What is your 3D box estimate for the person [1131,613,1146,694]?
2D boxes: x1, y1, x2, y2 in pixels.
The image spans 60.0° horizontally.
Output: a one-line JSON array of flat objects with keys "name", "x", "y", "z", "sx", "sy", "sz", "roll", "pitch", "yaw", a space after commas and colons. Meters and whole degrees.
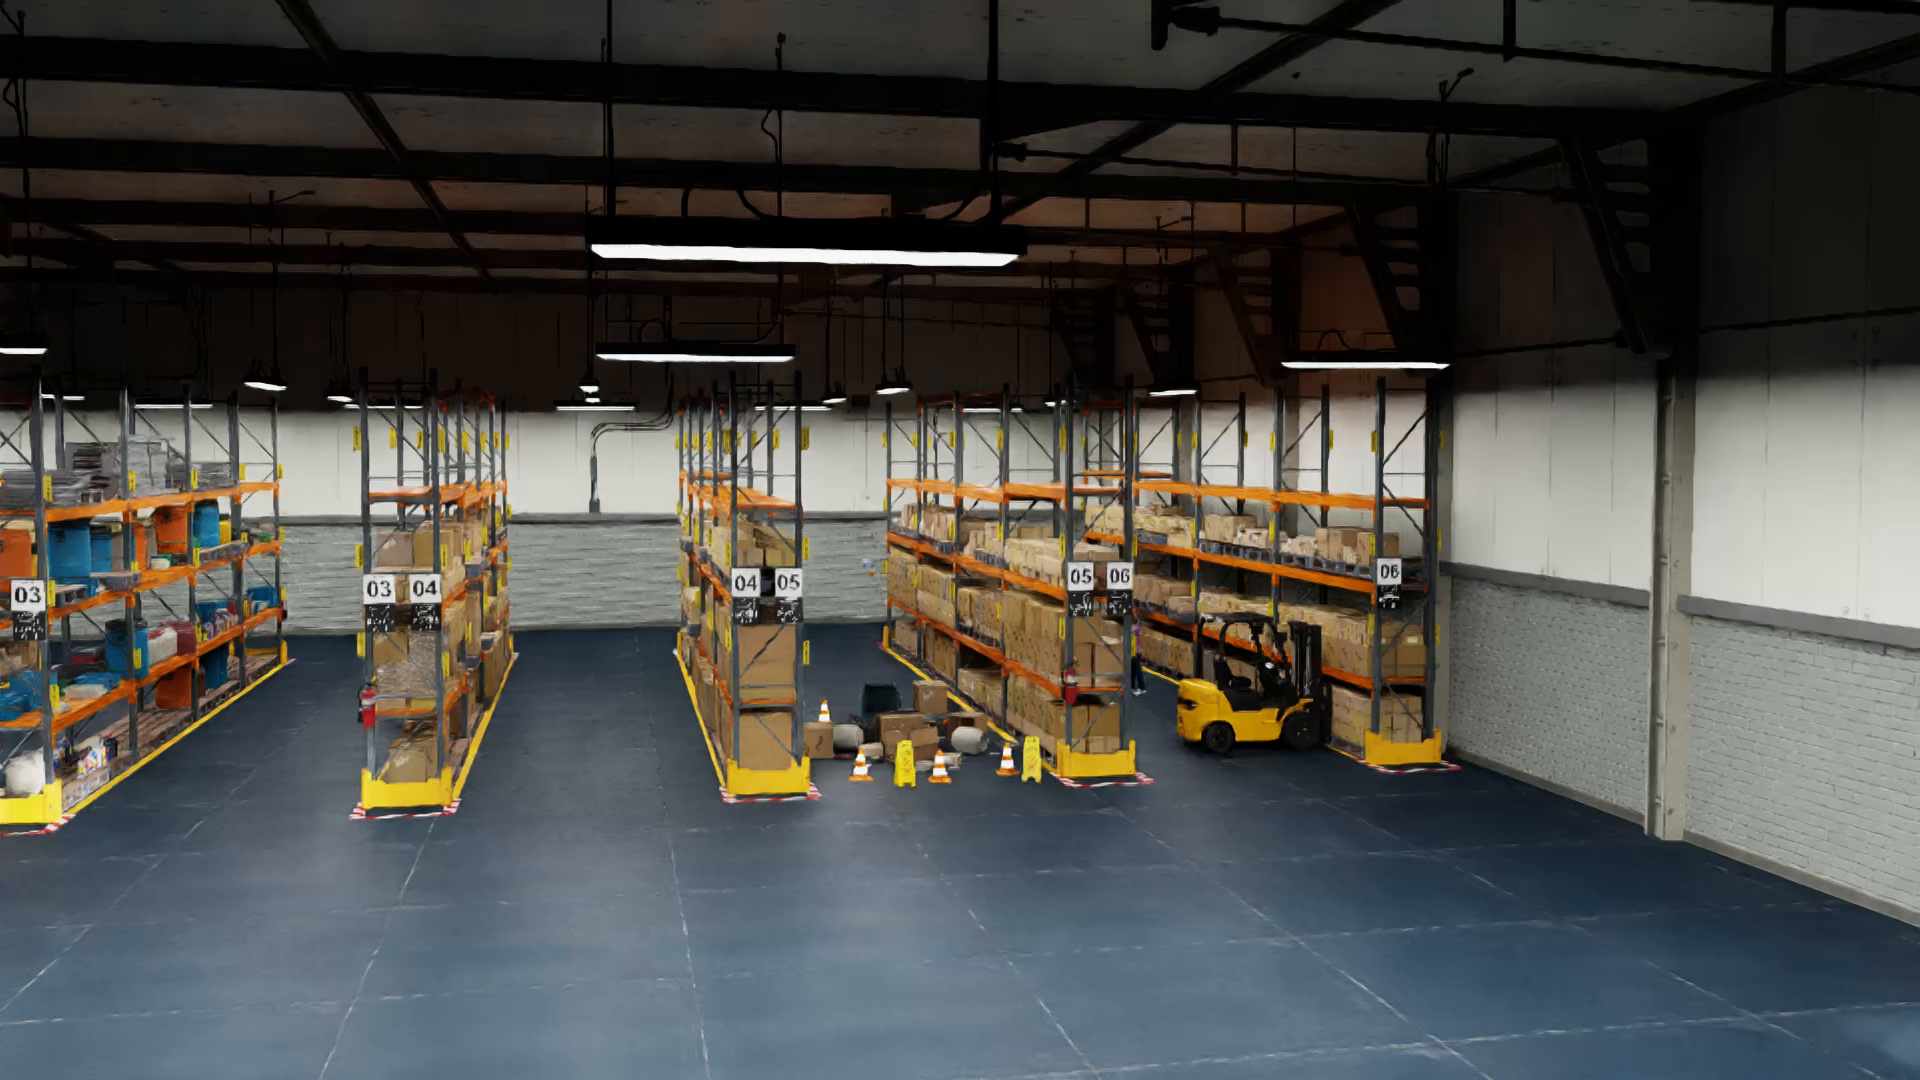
[{"name": "person", "x": 3.428, "y": 2.231, "z": 32.954, "sx": 0.536, "sy": 1.590, "sz": 0.535, "roll": 1, "pitch": 4, "yaw": 14}]
